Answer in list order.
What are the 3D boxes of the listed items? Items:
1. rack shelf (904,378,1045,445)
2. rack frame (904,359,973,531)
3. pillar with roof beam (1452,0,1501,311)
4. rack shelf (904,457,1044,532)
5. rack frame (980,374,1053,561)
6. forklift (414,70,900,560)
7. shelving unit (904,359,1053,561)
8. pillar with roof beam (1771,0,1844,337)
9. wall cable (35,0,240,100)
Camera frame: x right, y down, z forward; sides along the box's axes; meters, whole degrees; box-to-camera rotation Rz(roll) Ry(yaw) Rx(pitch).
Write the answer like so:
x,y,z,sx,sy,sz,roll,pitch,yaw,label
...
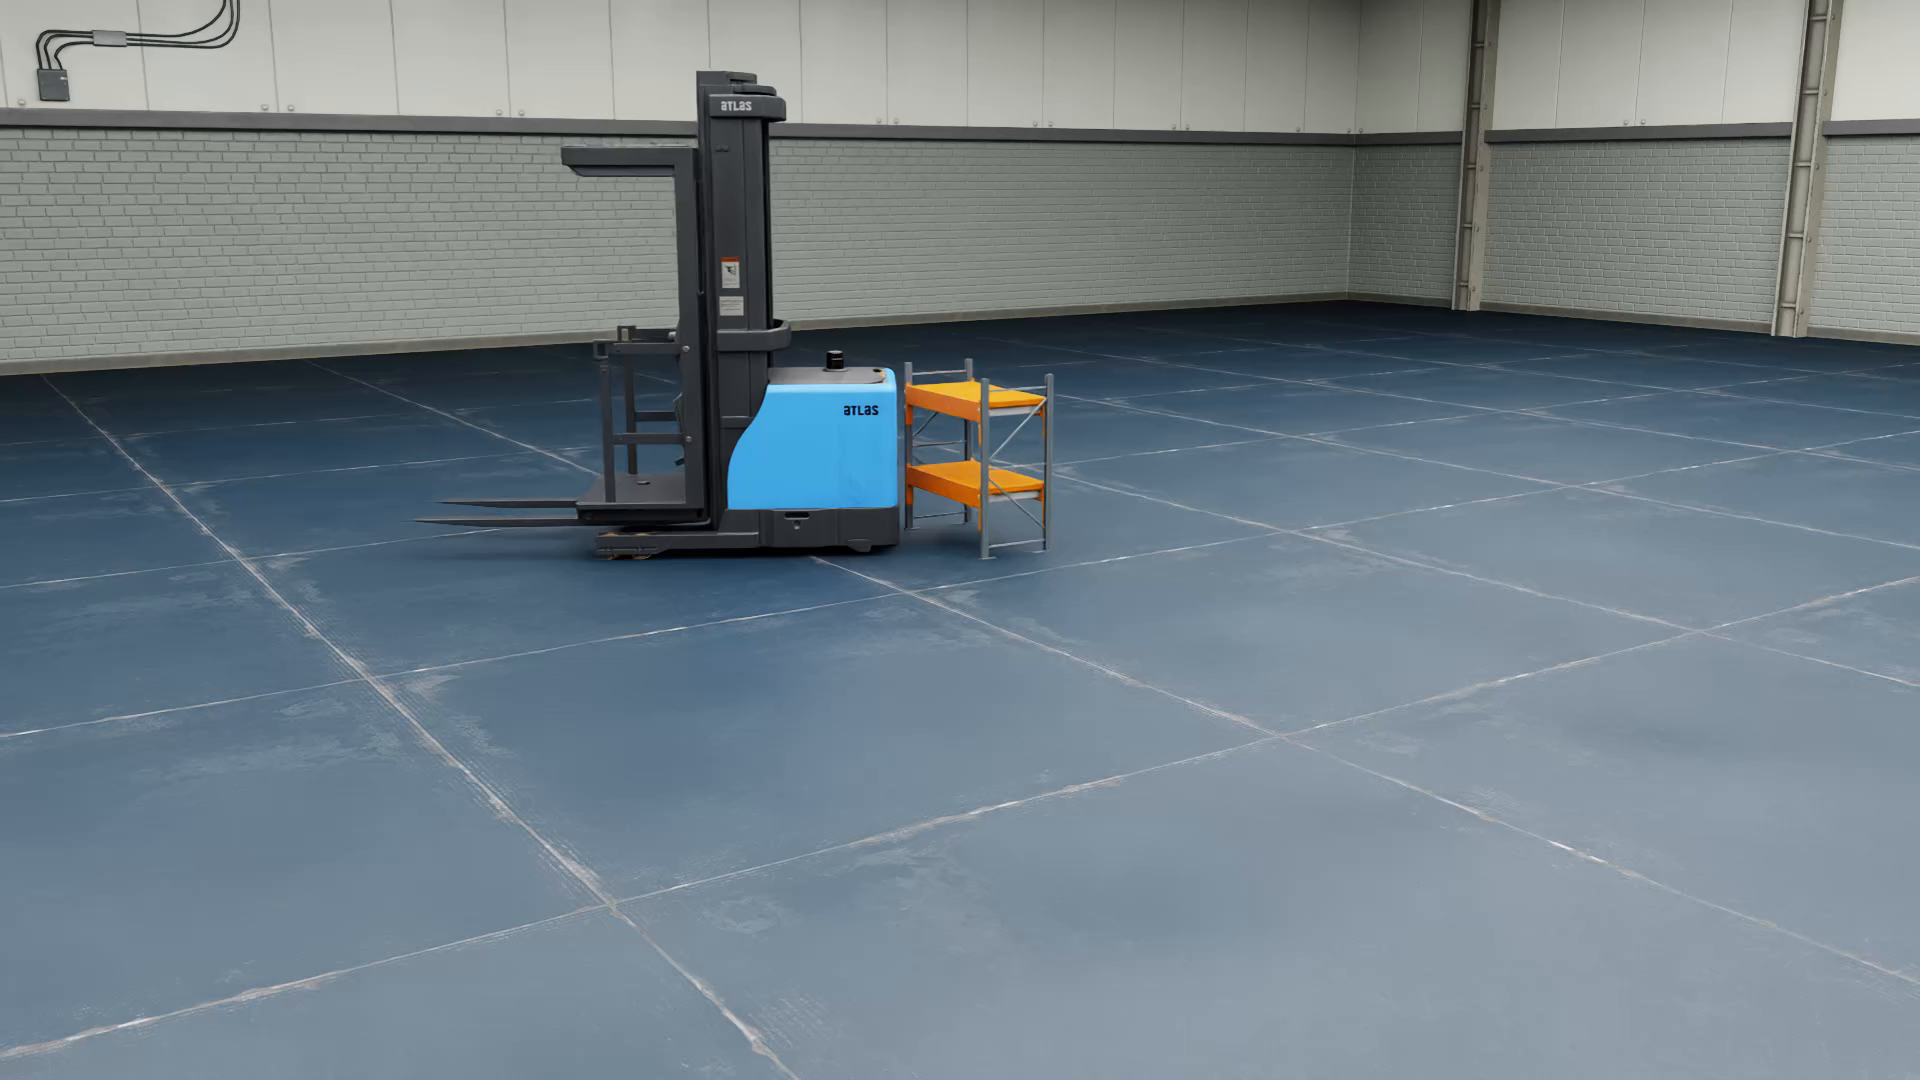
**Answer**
x,y,z,sx,sy,sz,roll,pitch,yaw,label
0.105,-0.832,10.663,0.538,0.278,1.000,-7,14,-28,rack shelf
-0.142,-0.641,11.160,0.500,1.125,0.032,-7,14,-28,rack frame
5.431,-7.991,26.341,9.100,9.000,0.400,-8,15,-33,pillar with roof beam
0.105,-0.307,10.778,0.538,0.278,1.000,-7,14,-28,rack shelf
0.351,-0.451,10.291,0.500,1.125,0.032,-7,14,-28,rack frame
-1.914,-1.424,10.511,3.031,2.935,1.130,-1,12,-3,forklift
0.105,-0.546,10.726,0.538,1.125,1.048,-7,14,-28,shelving unit
8.755,-6.924,21.462,9.100,9.000,0.400,-8,15,-33,pillar with roof beam
-9.828,-8.235,19.496,2.305,6.003,0.169,-8,15,-33,wall cable
